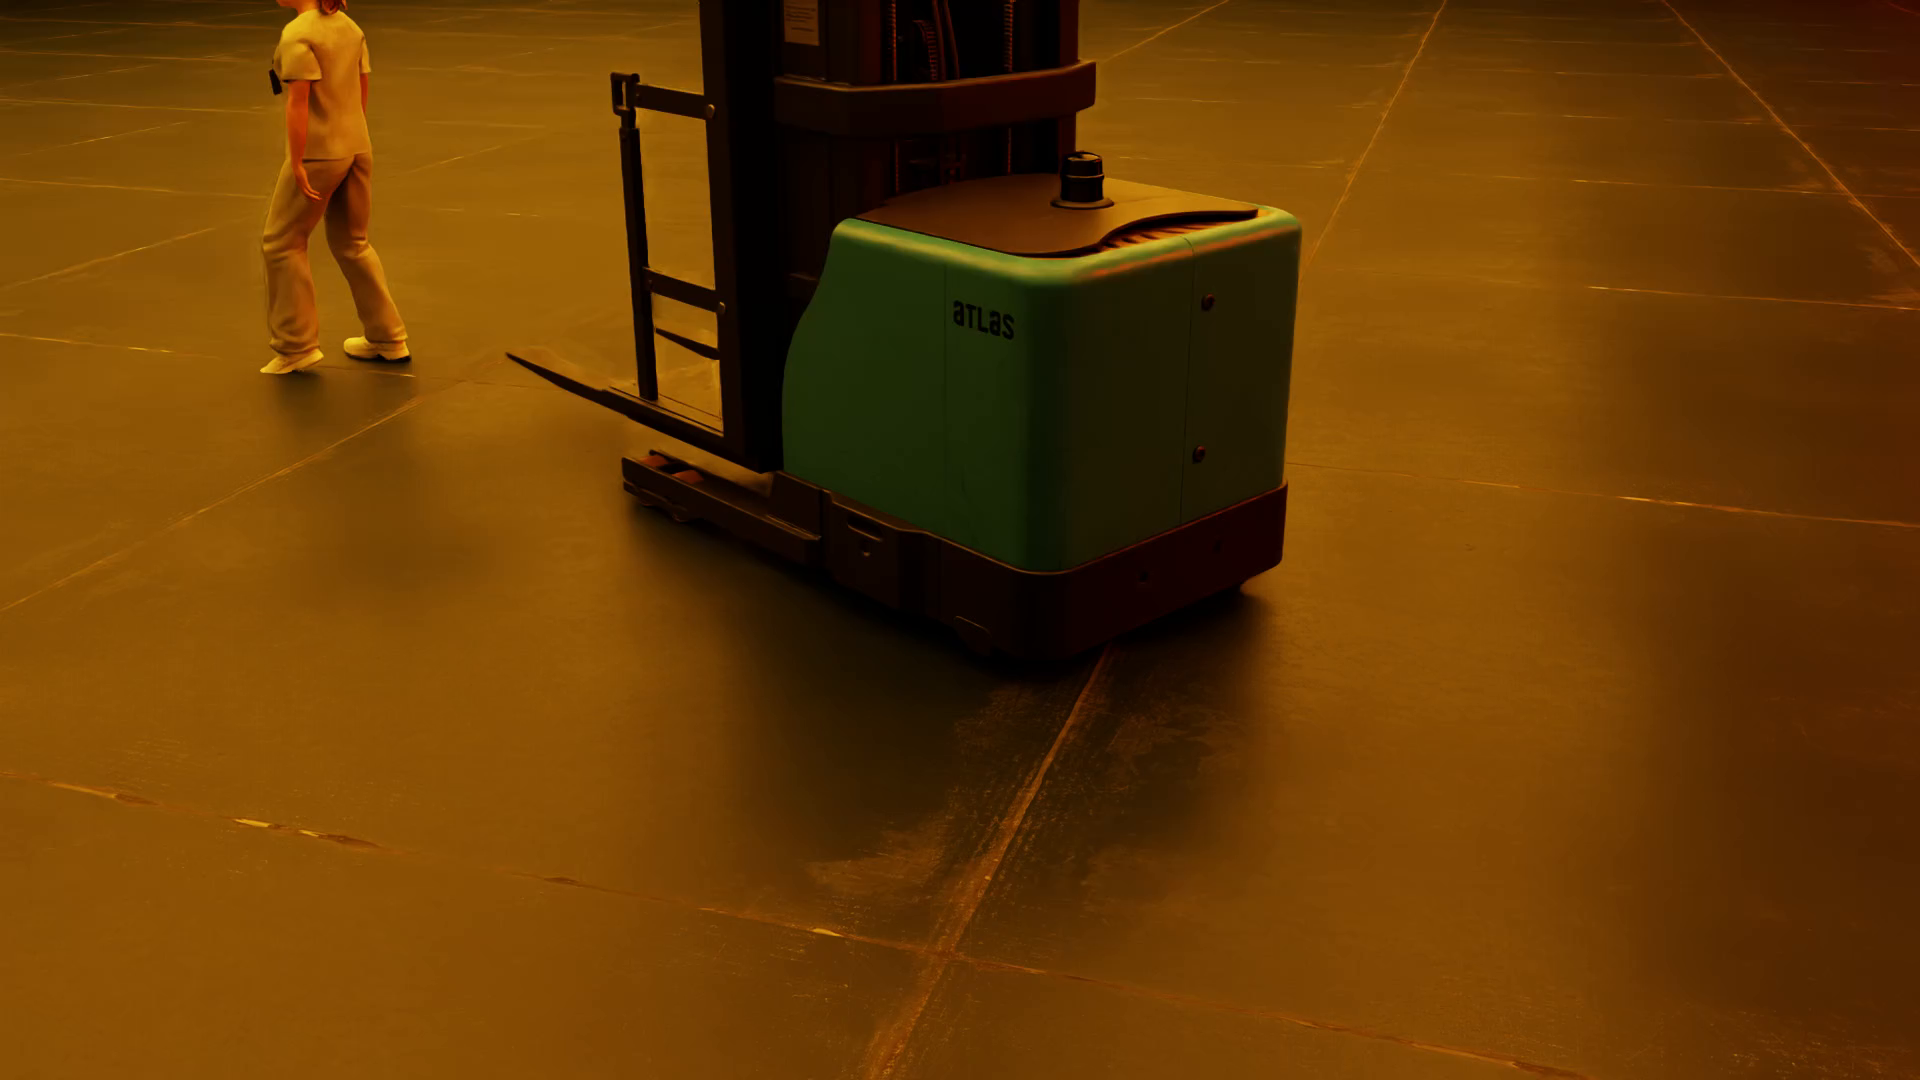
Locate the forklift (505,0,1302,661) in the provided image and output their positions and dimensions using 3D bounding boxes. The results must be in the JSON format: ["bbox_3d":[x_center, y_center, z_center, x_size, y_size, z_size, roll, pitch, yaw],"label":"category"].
[{"bbox_3d":[-0.442,-1.525,4.974,1.130,2.935,3.031,-20,29,-39],"label":"forklift"}]

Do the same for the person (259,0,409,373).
[{"bbox_3d":[-2.581,-1.495,6.647,0.519,1.709,0.534,6,23,15],"label":"person"}]
